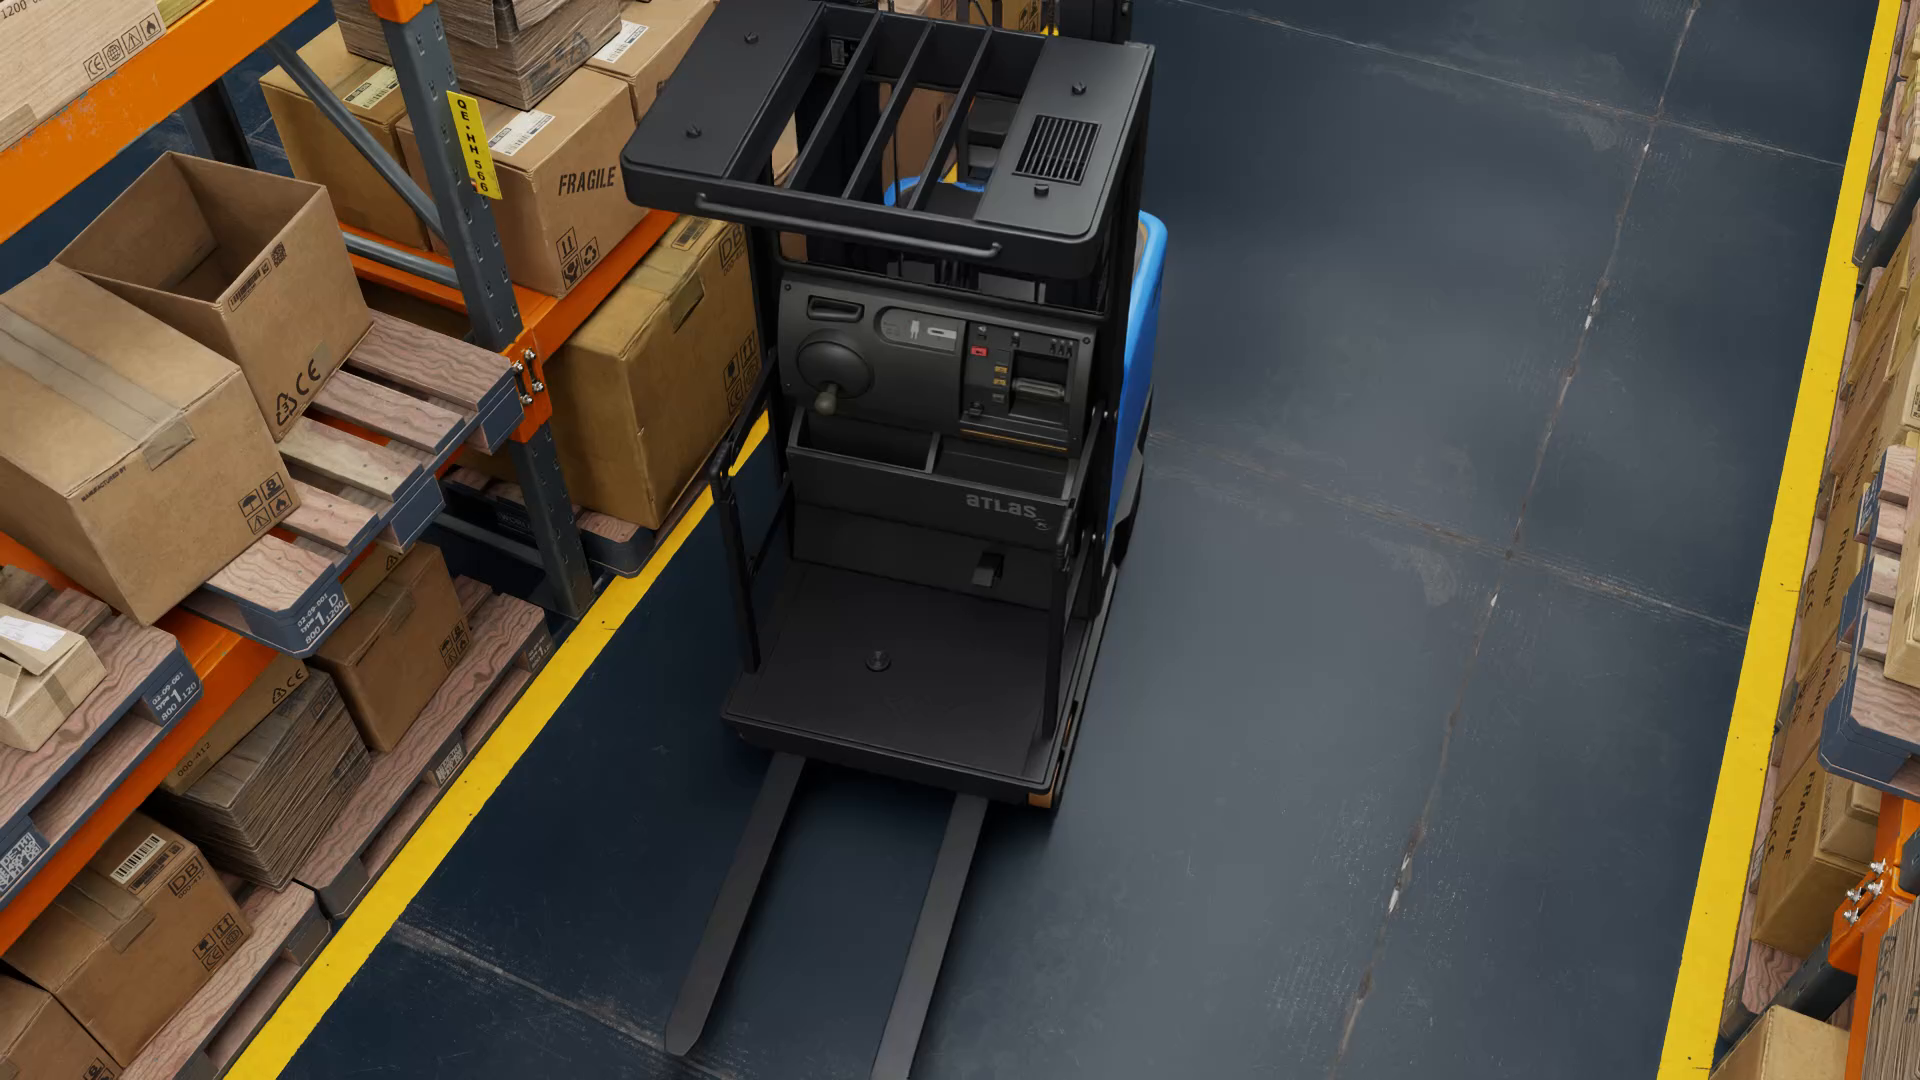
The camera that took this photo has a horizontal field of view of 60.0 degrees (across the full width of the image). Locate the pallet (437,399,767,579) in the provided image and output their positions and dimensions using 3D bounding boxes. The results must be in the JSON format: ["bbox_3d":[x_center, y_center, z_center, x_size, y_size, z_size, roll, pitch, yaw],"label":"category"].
[{"bbox_3d":[-1.397,-0.493,6.531,1.003,0.211,1.213,20,52,16],"label":"pallet"}]

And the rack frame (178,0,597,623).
[{"bbox_3d":[-1.802,-0.879,5.028,1.000,3.000,0.127,20,52,16],"label":"rack frame"}]

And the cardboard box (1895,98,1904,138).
[{"bbox_3d":[4.449,-1.897,7.491,0.380,0.149,0.250,18,52,15],"label":"cardboard box"}]

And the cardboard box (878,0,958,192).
[{"bbox_3d":[-0.729,-2.018,7.117,1.225,0.875,0.875,18,52,15],"label":"cardboard box"}]

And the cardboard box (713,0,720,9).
[{"bbox_3d":[-0.914,-1.867,5.803,0.500,0.500,0.500,19,52,15],"label":"cardboard box"}]

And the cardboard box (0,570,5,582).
[{"bbox_3d":[-2.726,0.113,4.007,0.500,0.250,0.500,18,52,15],"label":"cardboard box"}]

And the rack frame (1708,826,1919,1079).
[{"bbox_3d":[2.639,0.805,3.596,1.000,3.000,0.127,20,52,16],"label":"rack frame"}]

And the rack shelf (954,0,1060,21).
[{"bbox_3d":[0.250,-1.898,5.585,0.431,0.518,0.480,11,51,10],"label":"rack shelf"}]

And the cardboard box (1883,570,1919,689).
[{"bbox_3d":[2.435,0.261,3.948,0.380,0.149,0.250,21,53,17],"label":"cardboard box"}]

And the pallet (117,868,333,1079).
[{"bbox_3d":[-2.660,1.400,4.920,1.003,0.211,1.213,20,52,16],"label":"pallet"}]

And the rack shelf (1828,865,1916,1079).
[{"bbox_3d":[1.785,2.415,2.698,1.077,0.370,4.000,20,52,16],"label":"rack shelf"}]

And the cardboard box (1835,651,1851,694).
[{"bbox_3d":[2.900,0.328,4.874,0.500,0.250,0.500,20,53,17],"label":"cardboard box"}]

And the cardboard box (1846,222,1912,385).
[{"bbox_3d":[3.793,-0.853,6.372,0.500,0.500,0.500,22,53,17],"label":"cardboard box"}]

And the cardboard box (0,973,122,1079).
[{"bbox_3d":[-2.770,1.420,4.425,0.700,0.500,0.500,16,51,13],"label":"cardboard box"}]

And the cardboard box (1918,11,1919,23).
[{"bbox_3d":[4.895,-2.590,8.081,0.380,0.149,0.250,20,52,16],"label":"cardboard box"}]

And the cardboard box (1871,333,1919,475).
[{"bbox_3d":[3.347,-0.379,5.476,0.500,0.250,0.500,22,53,17],"label":"cardboard box"}]

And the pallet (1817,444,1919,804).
[{"bbox_3d":[2.848,0.341,4.116,1.213,0.211,1.003,20,52,16],"label":"pallet"}]

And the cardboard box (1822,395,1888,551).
[{"bbox_3d":[3.357,-0.123,5.751,0.500,0.500,0.500,21,53,17],"label":"cardboard box"}]

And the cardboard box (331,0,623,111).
[{"bbox_3d":[-1.475,-1.734,5.032,0.797,0.503,0.637,21,53,17],"label":"cardboard box"}]

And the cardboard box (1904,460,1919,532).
[{"bbox_3d":[2.652,-0.087,4.244,0.380,0.149,0.250,21,53,17],"label":"cardboard box"}]

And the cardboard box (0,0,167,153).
[{"bbox_3d":[-1.983,-1.049,3.302,0.500,0.250,0.500,20,52,16],"label":"cardboard box"}]

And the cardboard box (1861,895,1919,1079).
[{"bbox_3d":[2.204,0.994,3.369,0.500,0.500,0.500,20,53,16],"label":"cardboard box"}]

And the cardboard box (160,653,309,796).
[{"bbox_3d":[-2.278,0.385,4.813,0.500,0.250,0.500,25,54,20],"label":"cardboard box"}]

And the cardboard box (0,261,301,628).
[{"bbox_3d":[-2.144,-0.245,4.148,0.700,0.500,0.500,27,55,21],"label":"cardboard box"}]

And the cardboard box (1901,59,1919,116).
[{"bbox_3d":[4.398,-1.959,7.348,0.380,0.149,0.250,18,52,15],"label":"cardboard box"}]

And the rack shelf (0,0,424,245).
[{"bbox_3d":[-2.656,-0.240,2.988,1.077,0.370,4.000,20,52,16],"label":"rack shelf"}]

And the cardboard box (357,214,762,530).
[{"bbox_3d":[-1.488,-0.795,6.076,1.225,0.875,0.875,18,52,14],"label":"cardboard box"}]

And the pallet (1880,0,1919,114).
[{"bbox_3d":[5.123,-2.363,8.122,1.003,0.211,1.213,20,52,16],"label":"pallet"}]

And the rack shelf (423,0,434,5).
[{"bbox_3d":[-0.947,-2.995,5.332,1.077,0.370,4.000,20,52,16],"label":"rack shelf"}]

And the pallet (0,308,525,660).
[{"bbox_3d":[-2.010,-0.291,4.654,1.213,0.211,1.003,20,52,16],"label":"pallet"}]

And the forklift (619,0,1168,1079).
[{"bbox_3d":[-0.130,-0.402,4.668,1.130,2.935,3.031,11,51,10],"label":"forklift"}]

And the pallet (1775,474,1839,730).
[{"bbox_3d":[3.497,0.334,5.827,1.003,0.211,1.213,20,52,16],"label":"pallet"}]

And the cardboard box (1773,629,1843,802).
[{"bbox_3d":[2.909,0.584,5.149,0.500,0.500,0.500,22,53,18],"label":"cardboard box"}]

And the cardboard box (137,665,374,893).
[{"bbox_3d":[-2.295,0.643,5.086,0.700,0.500,0.500,16,51,13],"label":"cardboard box"}]

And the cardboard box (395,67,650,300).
[{"bbox_3d":[-1.348,-1.157,5.200,0.500,0.500,0.500,21,53,17],"label":"cardboard box"}]

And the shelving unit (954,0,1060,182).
[{"bbox_3d":[0.250,-1.454,6.108,0.431,2.100,0.503,11,51,10],"label":"shelving unit"}]

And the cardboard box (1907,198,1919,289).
[{"bbox_3d":[3.794,-1.096,6.086,0.500,0.250,0.500,18,52,15],"label":"cardboard box"}]

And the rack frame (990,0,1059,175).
[{"bbox_3d":[0.312,-1.633,6.261,0.400,2.100,0.015,11,51,10],"label":"rack frame"}]

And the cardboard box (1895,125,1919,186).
[{"bbox_3d":[4.196,-1.579,7.025,0.380,0.149,0.250,21,53,17],"label":"cardboard box"}]
